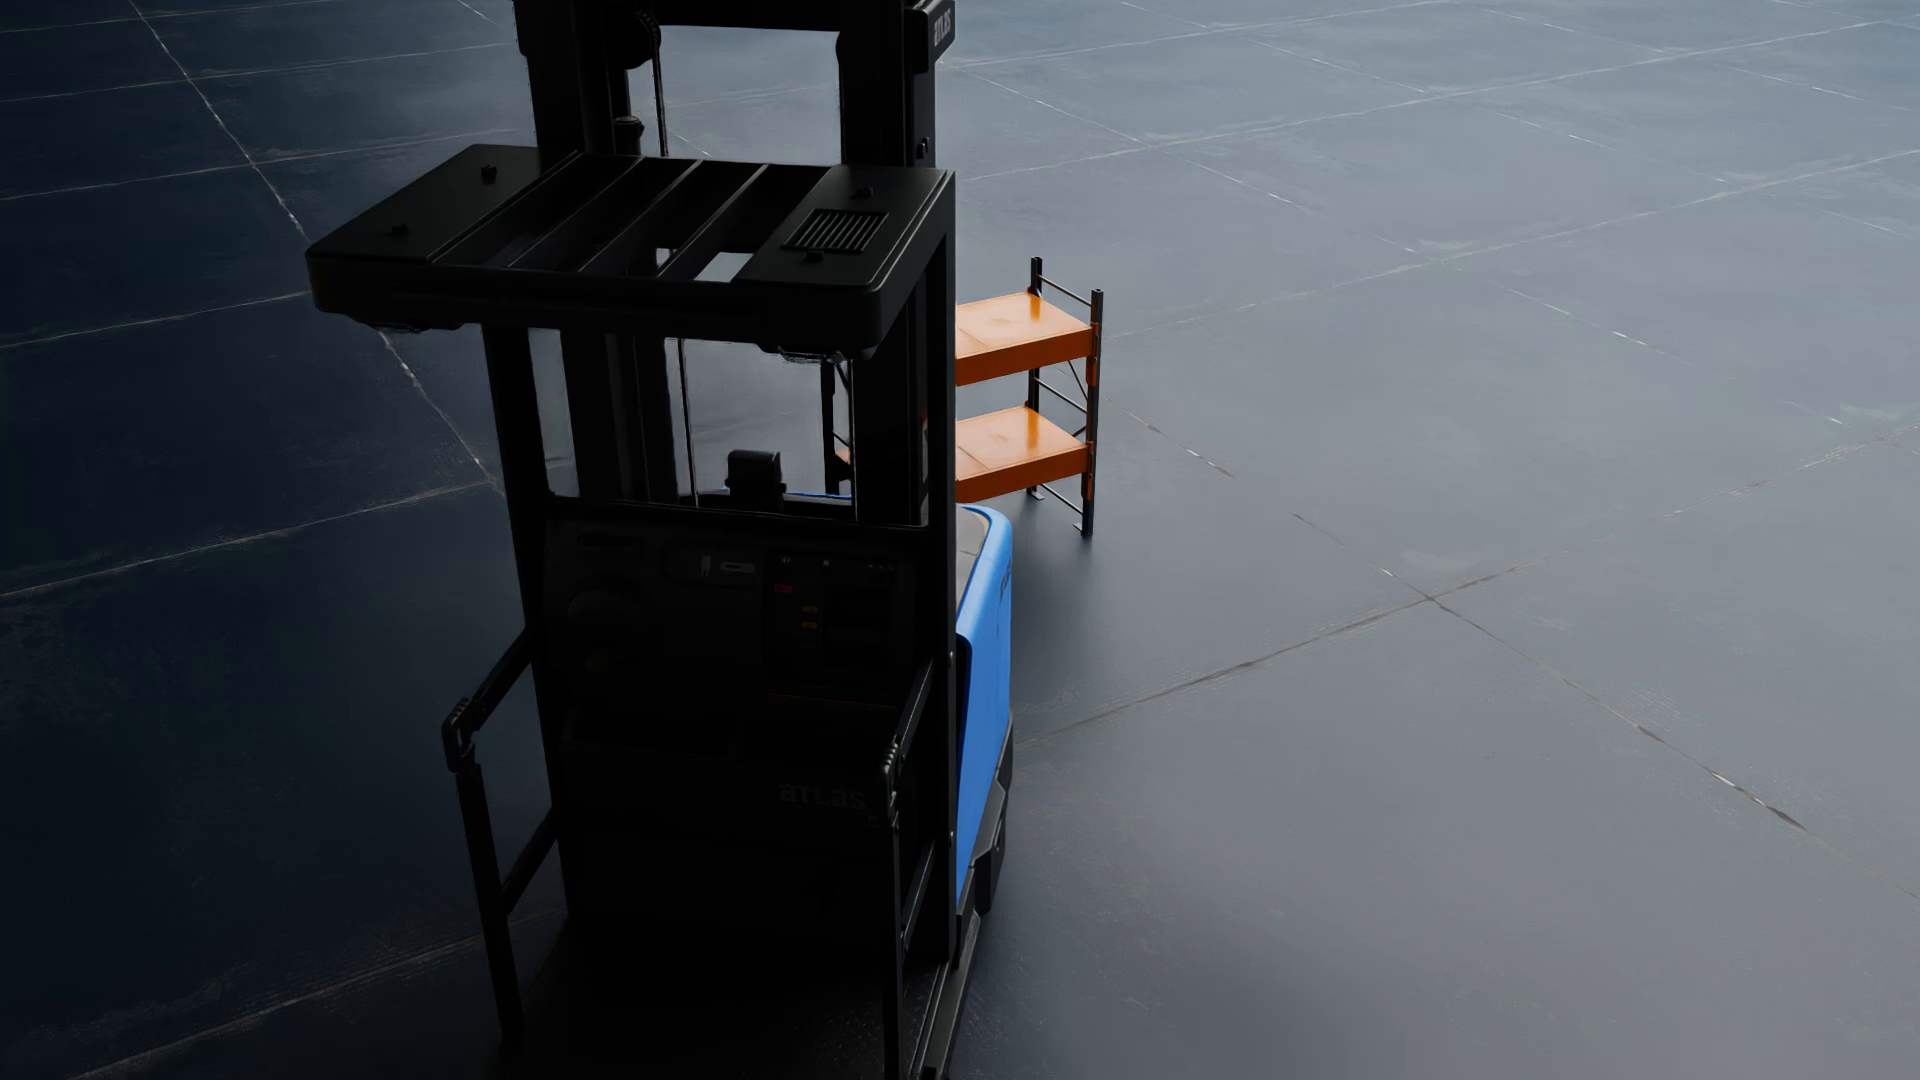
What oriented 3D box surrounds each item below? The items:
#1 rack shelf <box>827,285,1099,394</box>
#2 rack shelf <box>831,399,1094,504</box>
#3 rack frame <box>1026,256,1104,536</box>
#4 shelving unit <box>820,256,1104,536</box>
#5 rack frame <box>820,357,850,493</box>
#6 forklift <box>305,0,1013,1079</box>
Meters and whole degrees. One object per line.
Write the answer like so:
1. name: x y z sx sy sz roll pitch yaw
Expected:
1. rack shelf: 0.006 -0.750 6.840 1.000 0.278 0.538 -16 33 -26
2. rack shelf: 0.006 -0.280 7.099 1.000 0.278 0.538 -16 33 -26
3. rack frame: 0.444 -0.619 7.207 0.032 1.125 0.500 -16 33 -26
4. shelving unit: 0.006 -0.494 6.981 1.048 1.125 0.538 -16 33 -26
5. rack frame: -0.432 -0.370 6.756 0.032 1.125 0.500 -16 33 -26
6. forklift: -0.597 0.210 3.836 1.130 2.935 3.031 5 29 9
